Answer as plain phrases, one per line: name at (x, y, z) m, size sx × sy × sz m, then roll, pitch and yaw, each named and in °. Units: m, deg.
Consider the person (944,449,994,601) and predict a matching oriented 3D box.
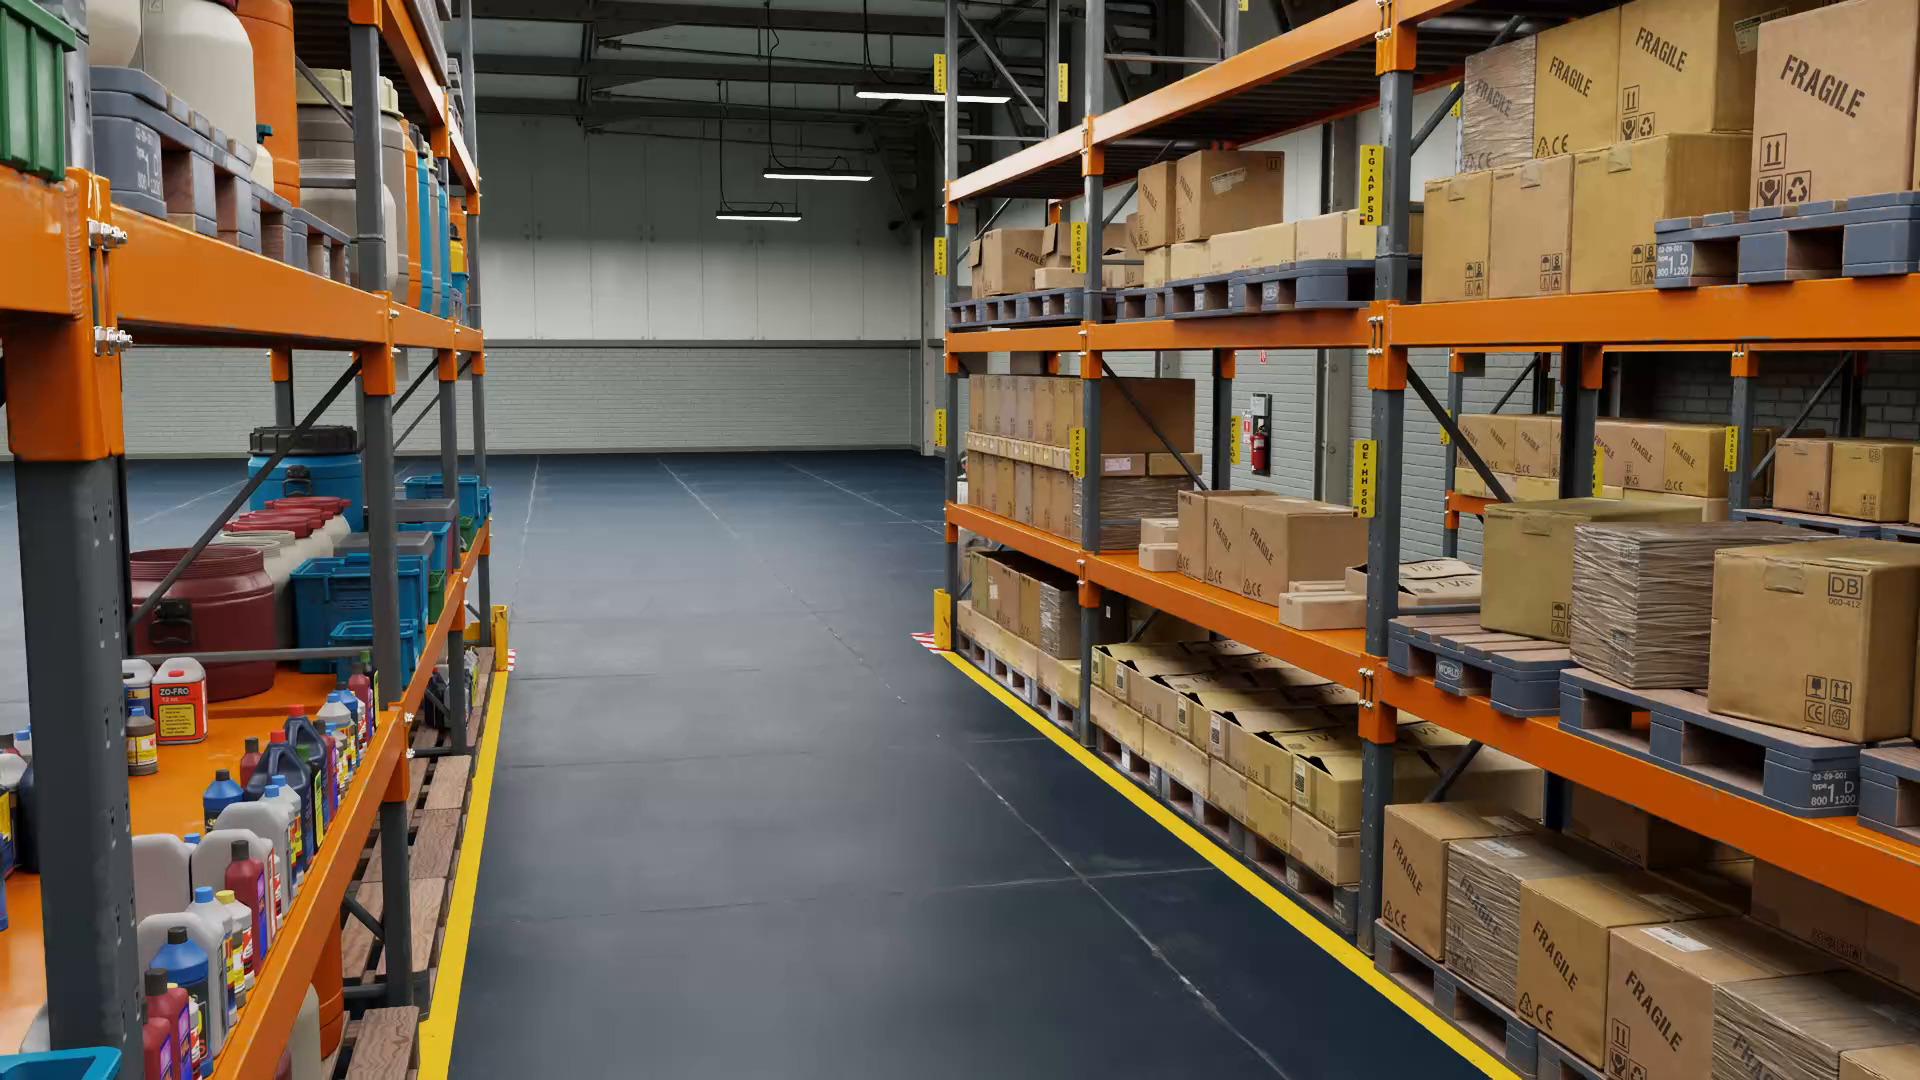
person at (0.097, -0.058, 16.473) m, size 0.558 × 1.697 × 0.542 m, roll -2°, pitch 6°, yaw -14°
